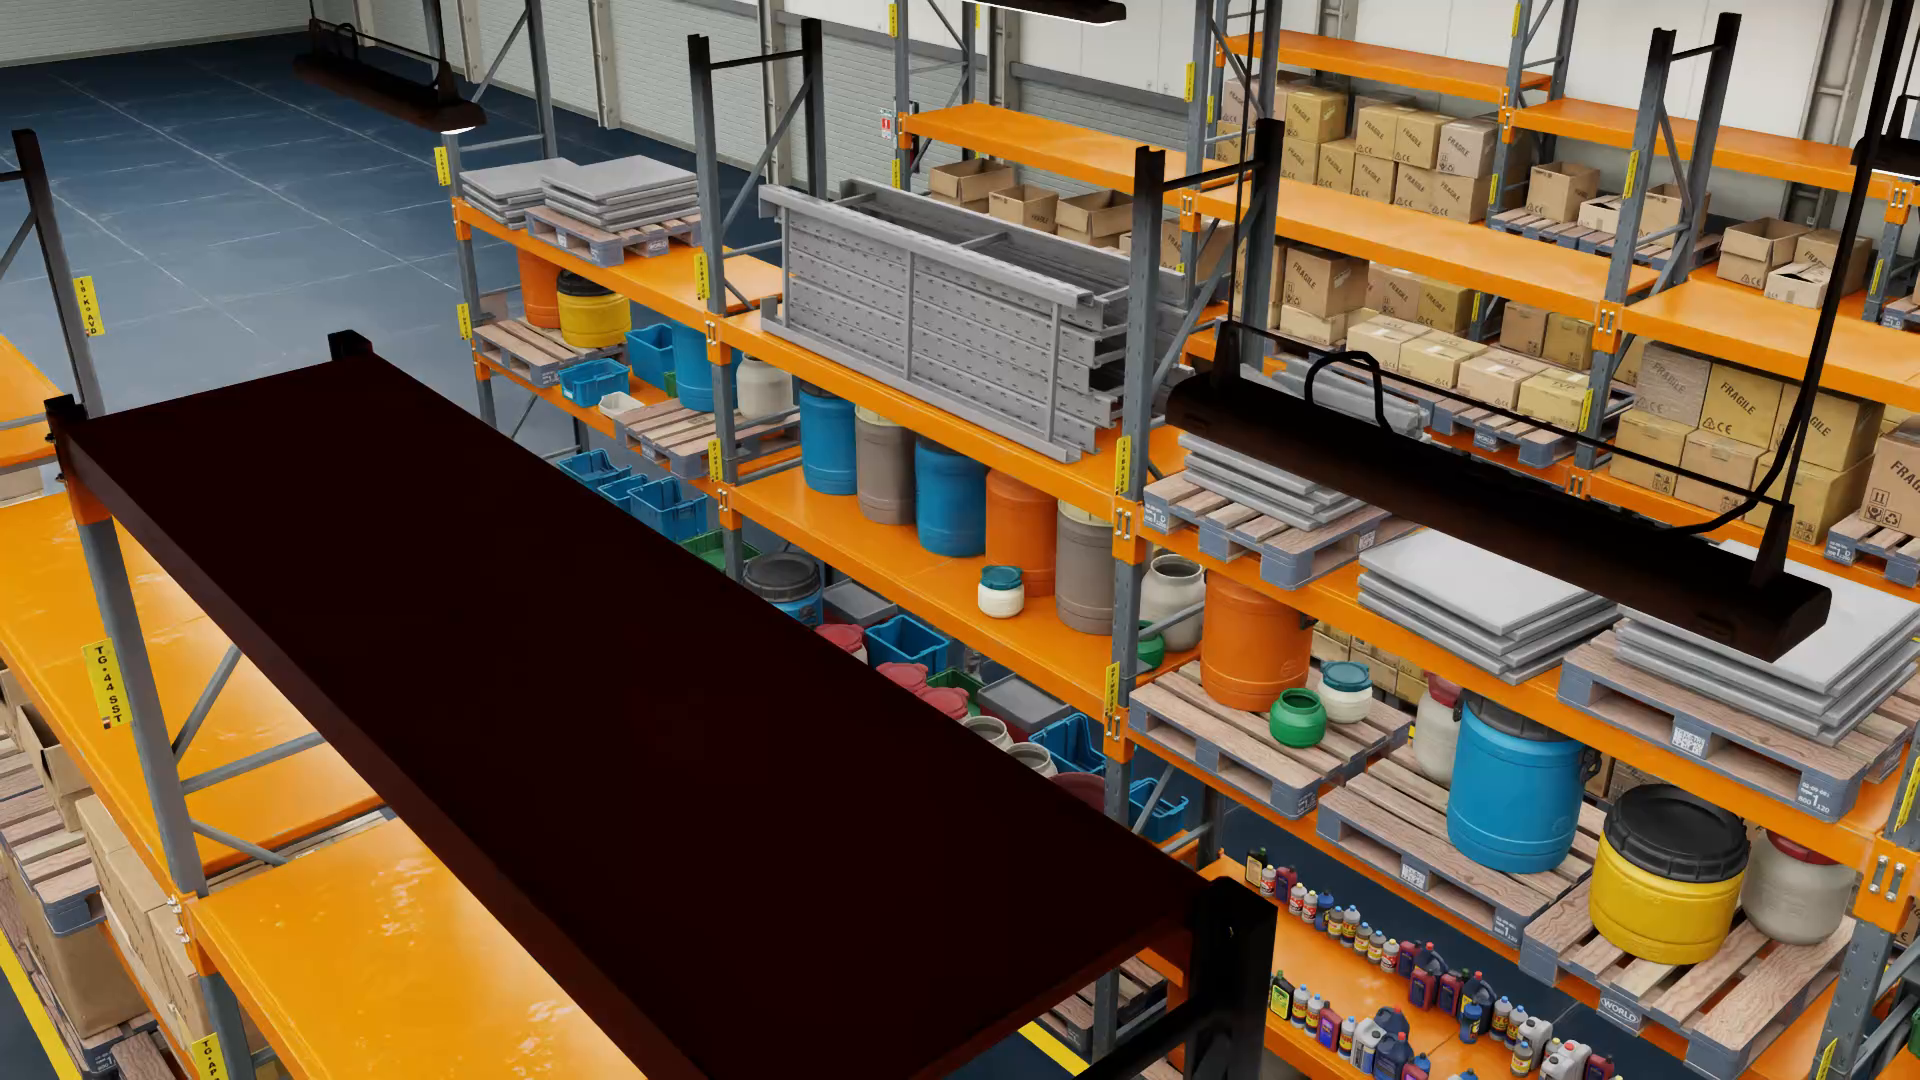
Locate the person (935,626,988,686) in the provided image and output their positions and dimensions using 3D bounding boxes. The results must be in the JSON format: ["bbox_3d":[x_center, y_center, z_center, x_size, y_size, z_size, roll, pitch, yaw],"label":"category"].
[{"bbox_3d":[-0.040,0.572,14.525,0.556,1.819,0.602,19,33,33],"label":"person"}]
